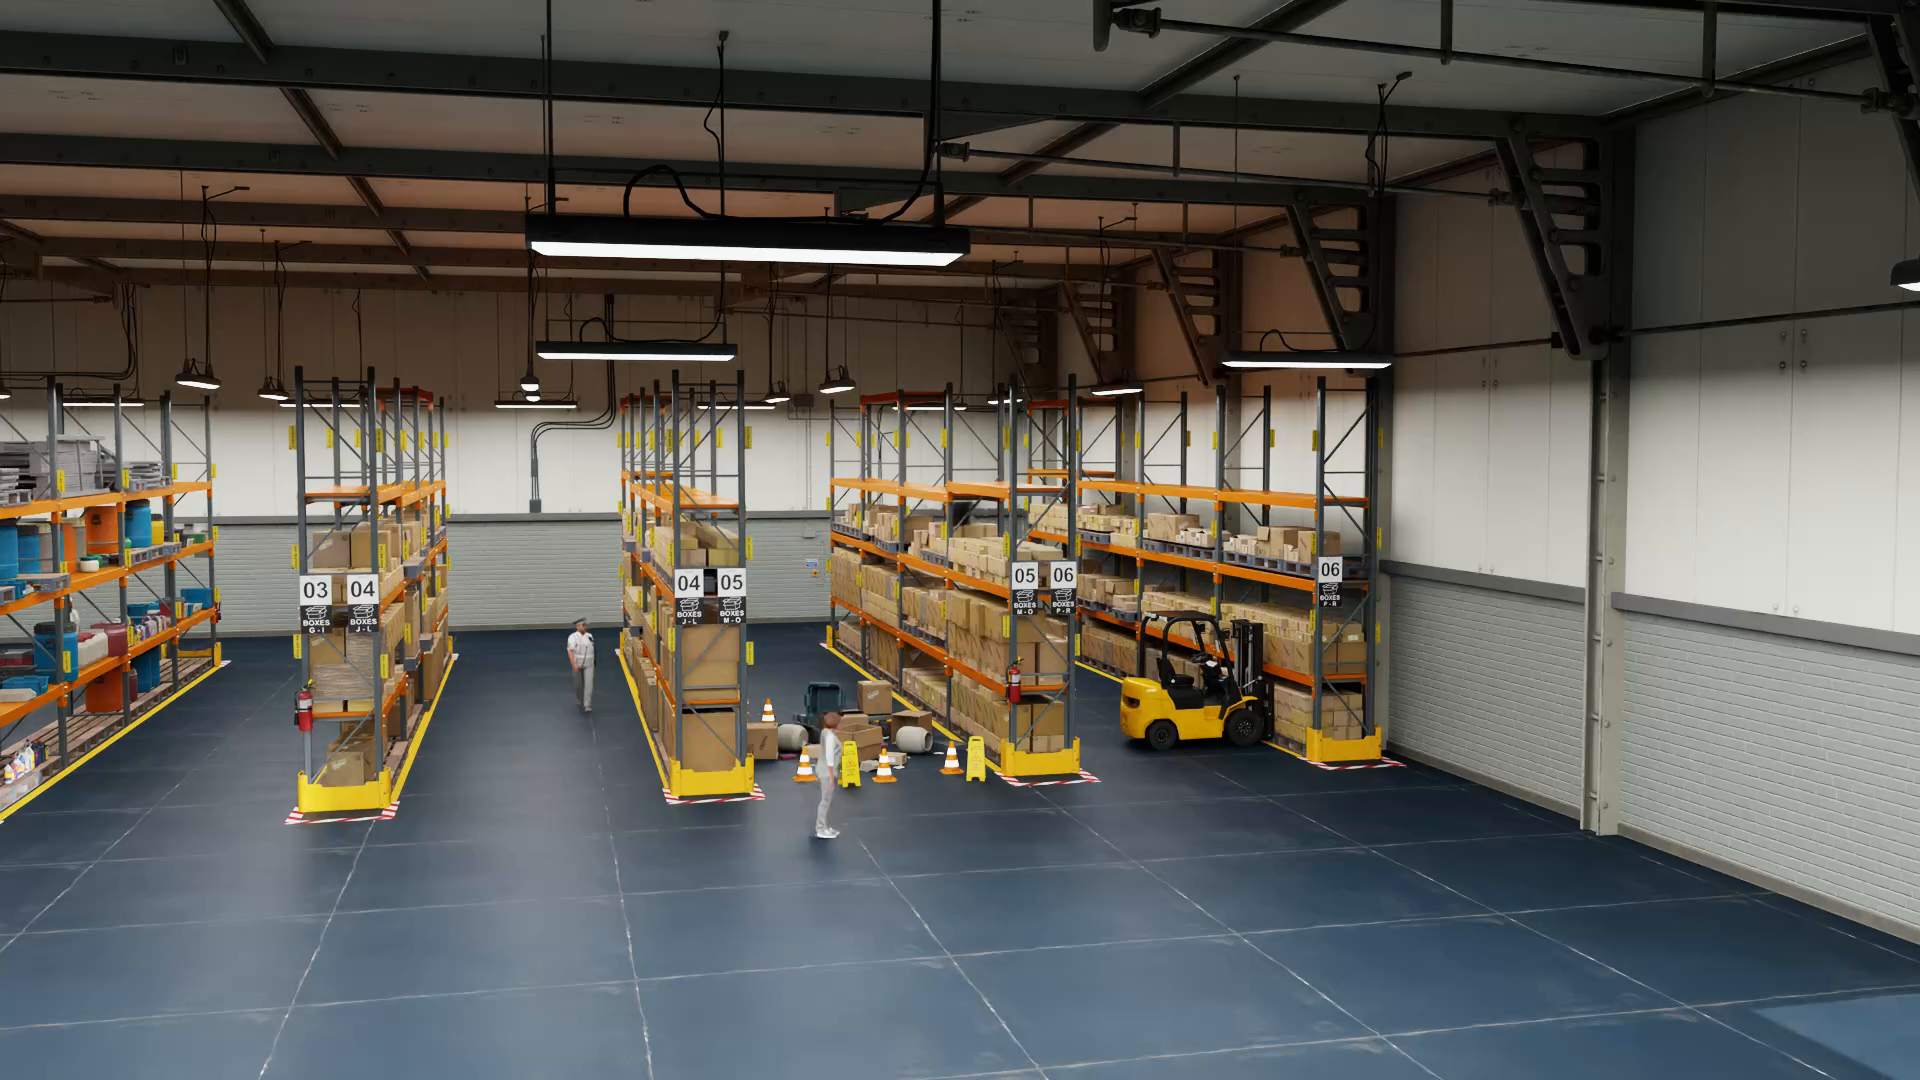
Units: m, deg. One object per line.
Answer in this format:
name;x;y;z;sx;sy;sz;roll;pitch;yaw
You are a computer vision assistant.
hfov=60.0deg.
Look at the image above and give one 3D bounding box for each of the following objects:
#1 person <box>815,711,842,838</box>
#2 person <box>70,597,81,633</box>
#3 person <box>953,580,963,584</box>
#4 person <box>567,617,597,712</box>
person;-1.655;2.968;20.938;0.341;1.565;0.435;-1;3;-9
person;-18.477;2.050;34.537;0.440;1.796;0.579;0;3;-4
person;-0.075;1.583;42.992;0.514;1.673;0.462;-1;4;-19
person;-6.989;2.301;30.794;0.519;1.728;1.032;-1;3;-9
